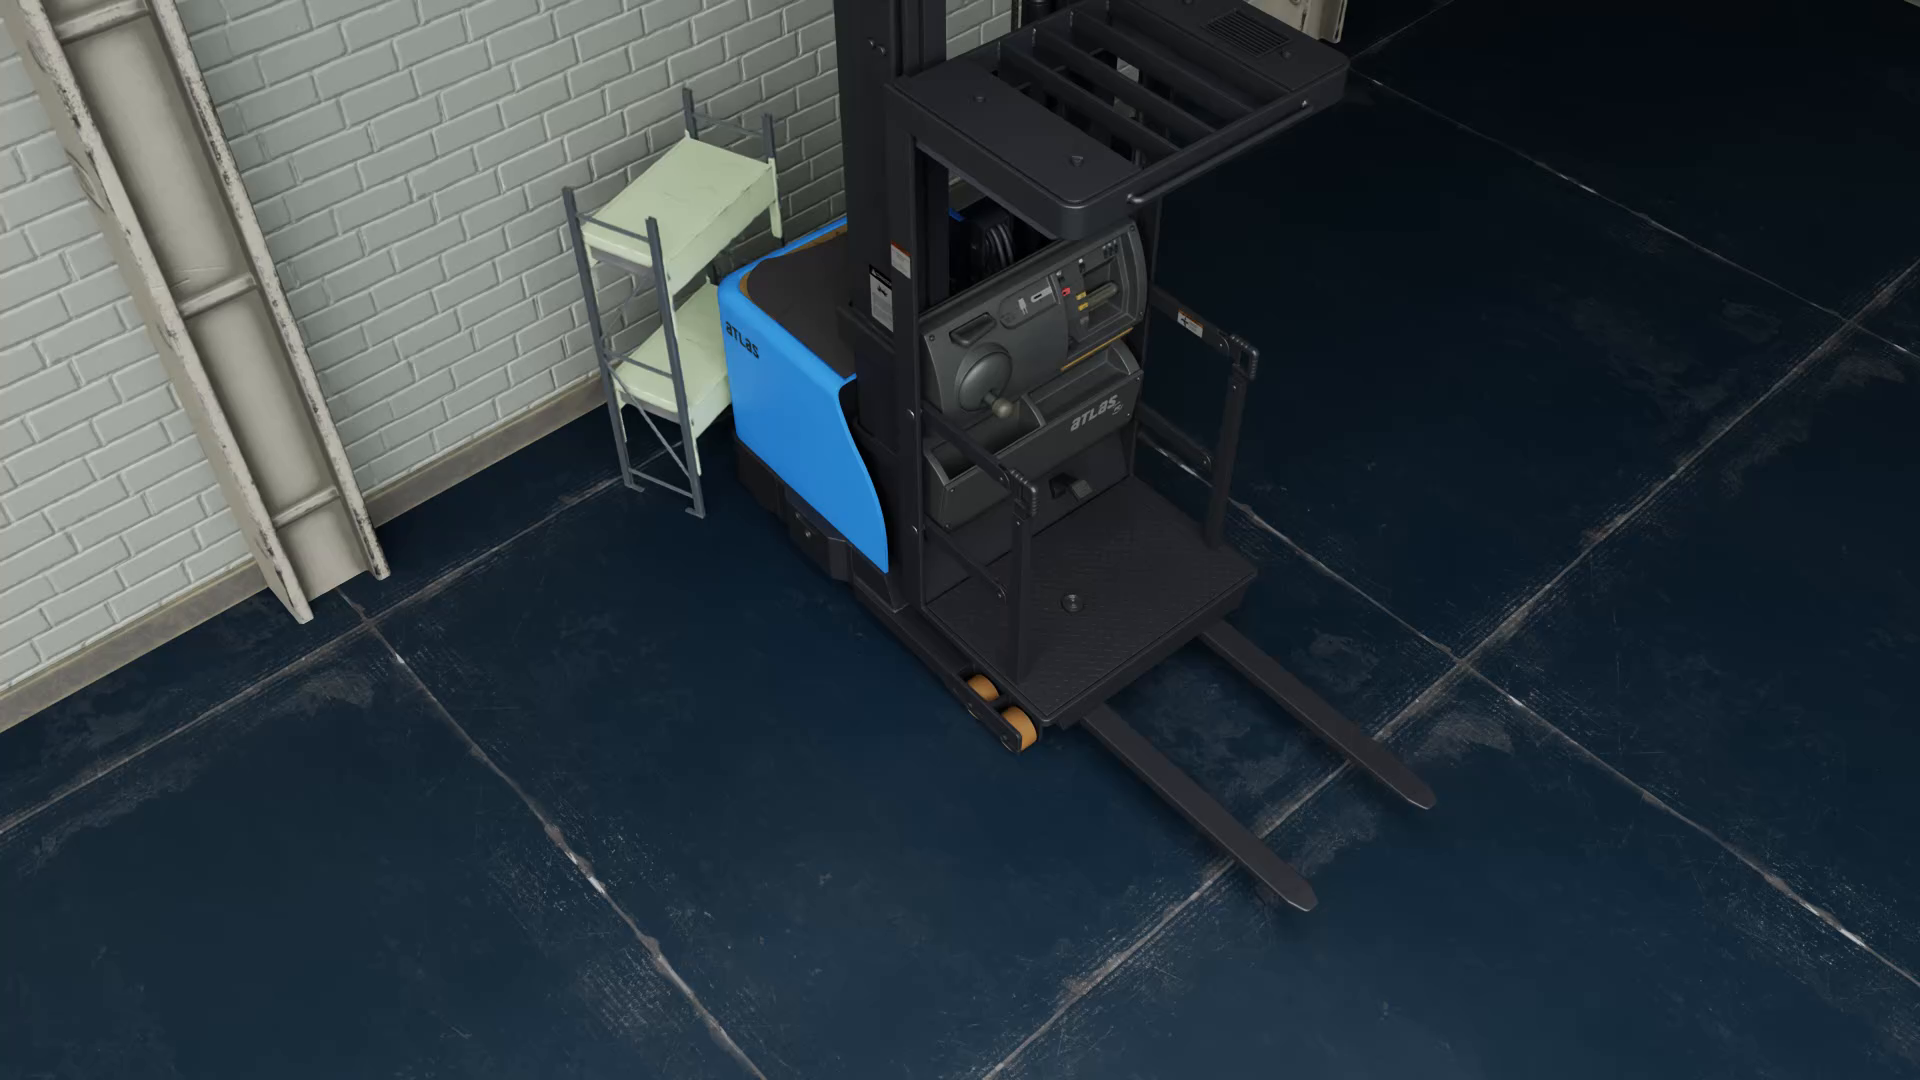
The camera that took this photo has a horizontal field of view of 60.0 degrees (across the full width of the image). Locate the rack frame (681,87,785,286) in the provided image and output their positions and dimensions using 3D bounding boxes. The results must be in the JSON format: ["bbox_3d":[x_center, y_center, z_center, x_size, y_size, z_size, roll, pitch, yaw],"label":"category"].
[{"bbox_3d":[-0.882,-1.145,6.839,0.400,1.500,0.023,22,51,19],"label":"rack frame"}]

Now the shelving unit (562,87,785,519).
[{"bbox_3d":[-1.059,-0.910,6.622,0.431,1.500,0.755,22,51,19],"label":"shelving unit"}]

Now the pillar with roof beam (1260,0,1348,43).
[{"bbox_3d":[4.805,-3.527,3.935,0.400,9.000,9.100,-34,56,-27],"label":"pillar with roof beam"}]

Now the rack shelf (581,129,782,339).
[{"bbox_3d":[-1.060,-1.175,6.335,0.431,0.370,0.720,22,51,19],"label":"rack shelf"}]

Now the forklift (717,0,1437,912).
[{"bbox_3d":[0.402,-0.645,5.404,1.130,2.935,3.031,-32,55,-26],"label":"forklift"}]

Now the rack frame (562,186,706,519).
[{"bbox_3d":[-1.236,-0.674,6.404,0.400,1.500,0.023,22,51,19],"label":"rack frame"}]

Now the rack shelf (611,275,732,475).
[{"bbox_3d":[-1.058,-0.689,6.861,0.431,0.370,0.720,22,51,19],"label":"rack shelf"}]

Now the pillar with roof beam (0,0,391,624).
[{"bbox_3d":[0.365,-0.561,1.197,0.400,9.000,9.100,-34,56,-27],"label":"pillar with roof beam"}]
